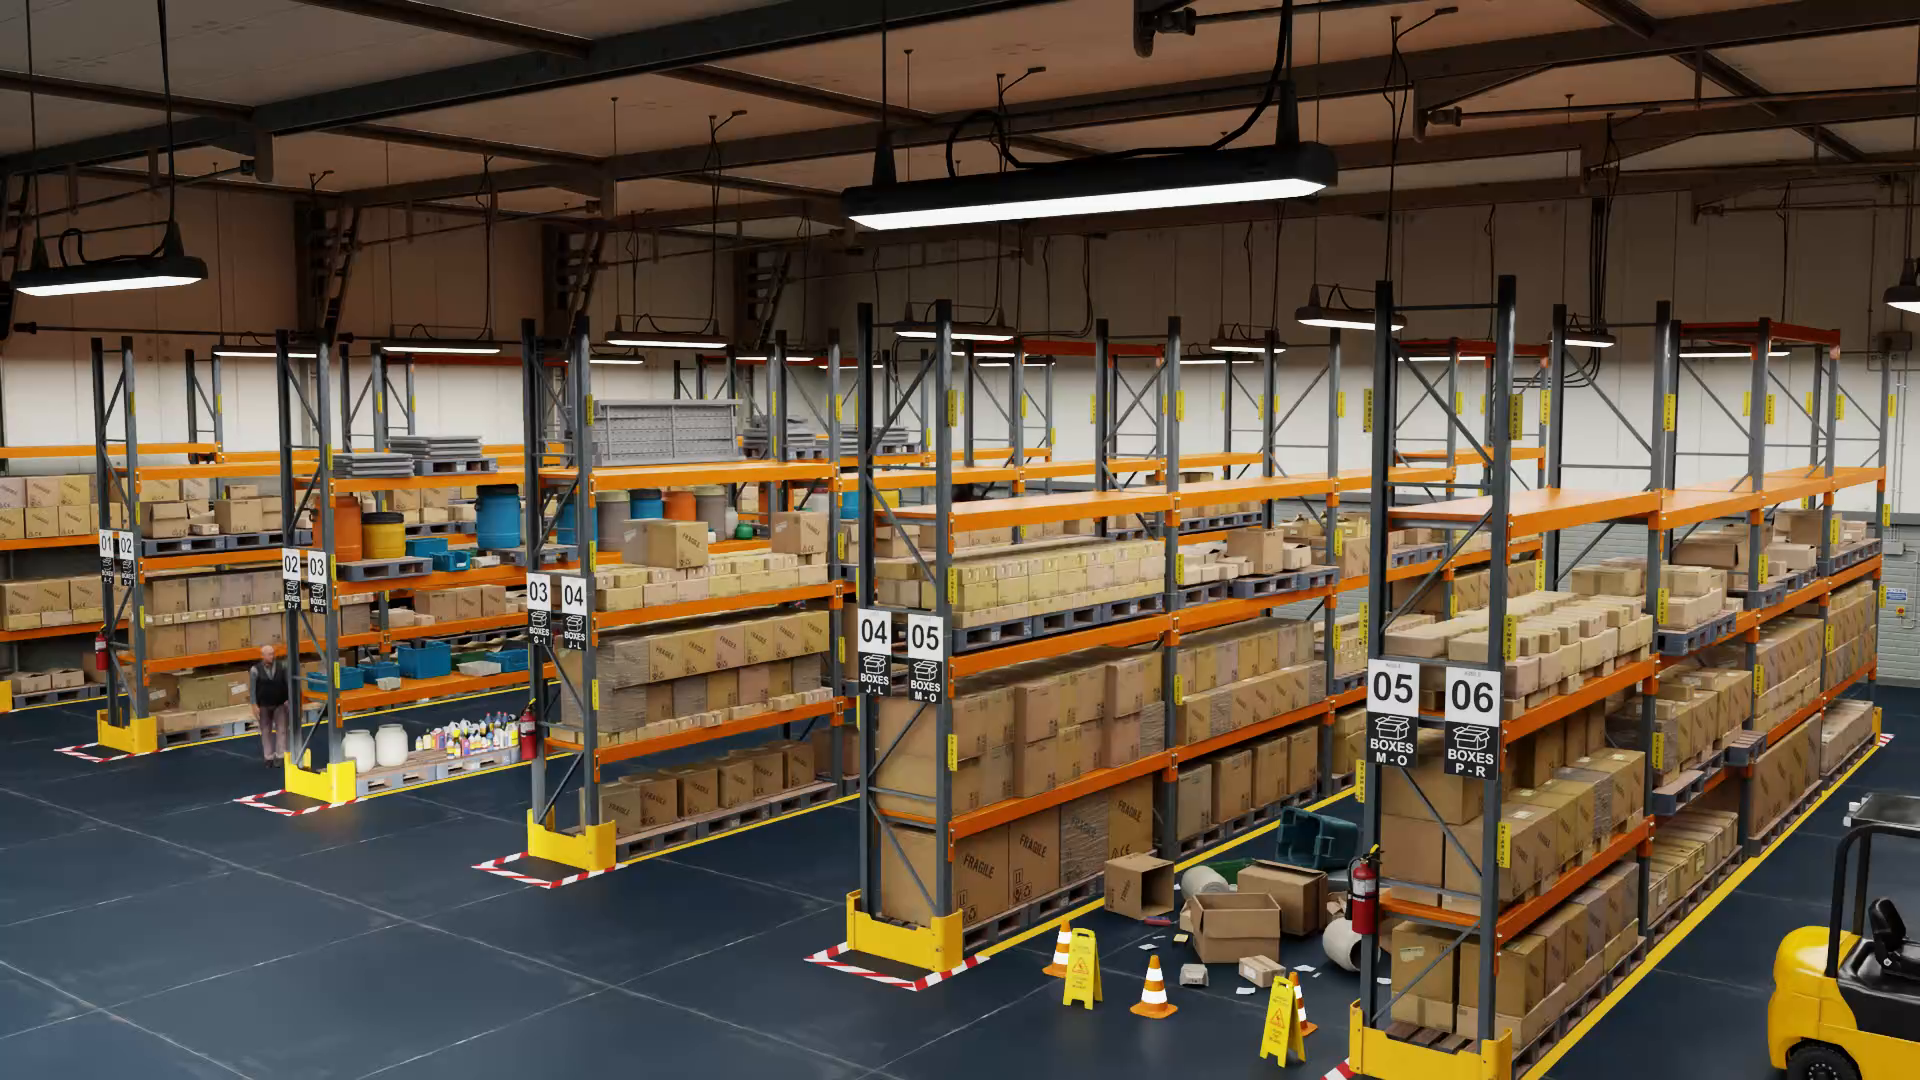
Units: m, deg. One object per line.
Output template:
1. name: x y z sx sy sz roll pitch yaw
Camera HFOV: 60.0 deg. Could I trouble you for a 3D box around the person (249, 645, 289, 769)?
1. person: -9.559 2.304 23.084 0.566 1.731 0.387 -2 6 -26
